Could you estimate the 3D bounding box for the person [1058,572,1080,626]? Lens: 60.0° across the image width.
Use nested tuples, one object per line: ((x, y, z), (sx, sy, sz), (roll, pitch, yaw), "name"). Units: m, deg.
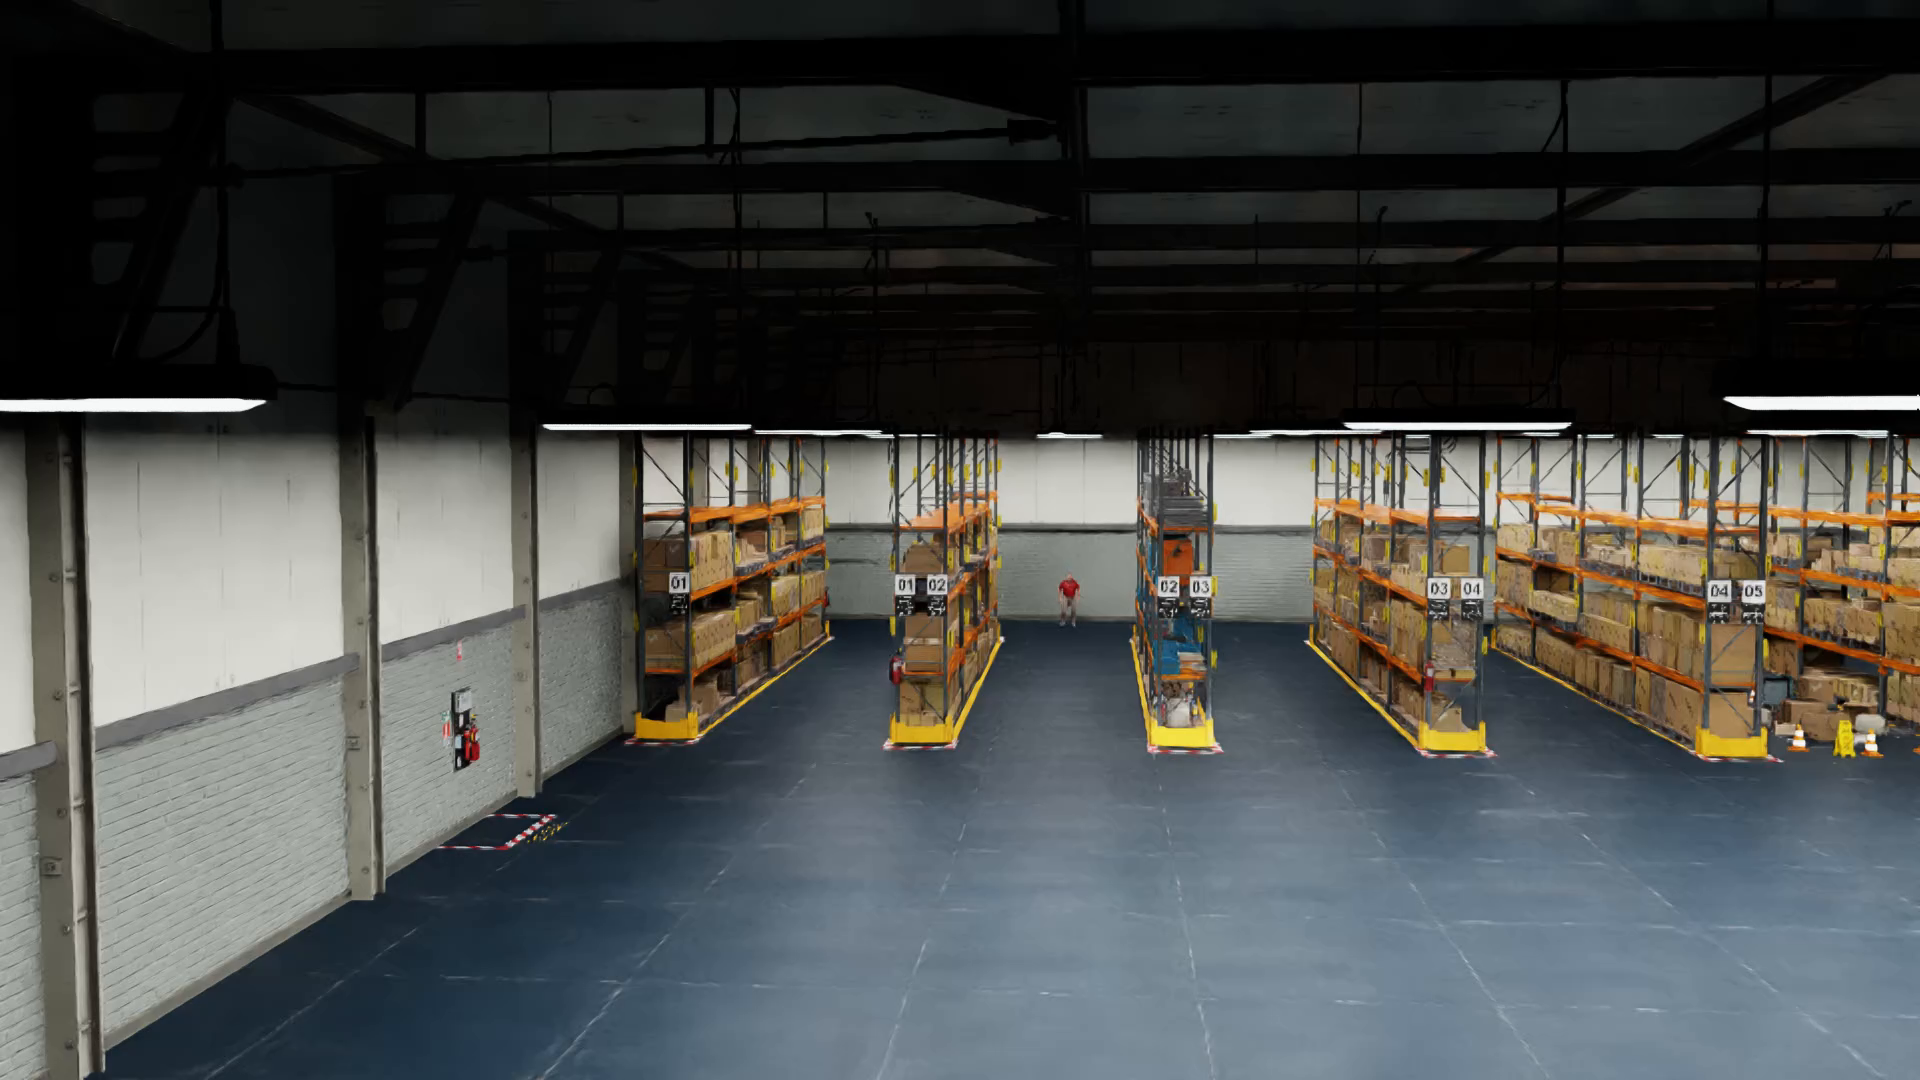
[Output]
((3.359, 1.820, 51.133), (0.682, 1.676, 0.535), (0, 3, 3), "person")
